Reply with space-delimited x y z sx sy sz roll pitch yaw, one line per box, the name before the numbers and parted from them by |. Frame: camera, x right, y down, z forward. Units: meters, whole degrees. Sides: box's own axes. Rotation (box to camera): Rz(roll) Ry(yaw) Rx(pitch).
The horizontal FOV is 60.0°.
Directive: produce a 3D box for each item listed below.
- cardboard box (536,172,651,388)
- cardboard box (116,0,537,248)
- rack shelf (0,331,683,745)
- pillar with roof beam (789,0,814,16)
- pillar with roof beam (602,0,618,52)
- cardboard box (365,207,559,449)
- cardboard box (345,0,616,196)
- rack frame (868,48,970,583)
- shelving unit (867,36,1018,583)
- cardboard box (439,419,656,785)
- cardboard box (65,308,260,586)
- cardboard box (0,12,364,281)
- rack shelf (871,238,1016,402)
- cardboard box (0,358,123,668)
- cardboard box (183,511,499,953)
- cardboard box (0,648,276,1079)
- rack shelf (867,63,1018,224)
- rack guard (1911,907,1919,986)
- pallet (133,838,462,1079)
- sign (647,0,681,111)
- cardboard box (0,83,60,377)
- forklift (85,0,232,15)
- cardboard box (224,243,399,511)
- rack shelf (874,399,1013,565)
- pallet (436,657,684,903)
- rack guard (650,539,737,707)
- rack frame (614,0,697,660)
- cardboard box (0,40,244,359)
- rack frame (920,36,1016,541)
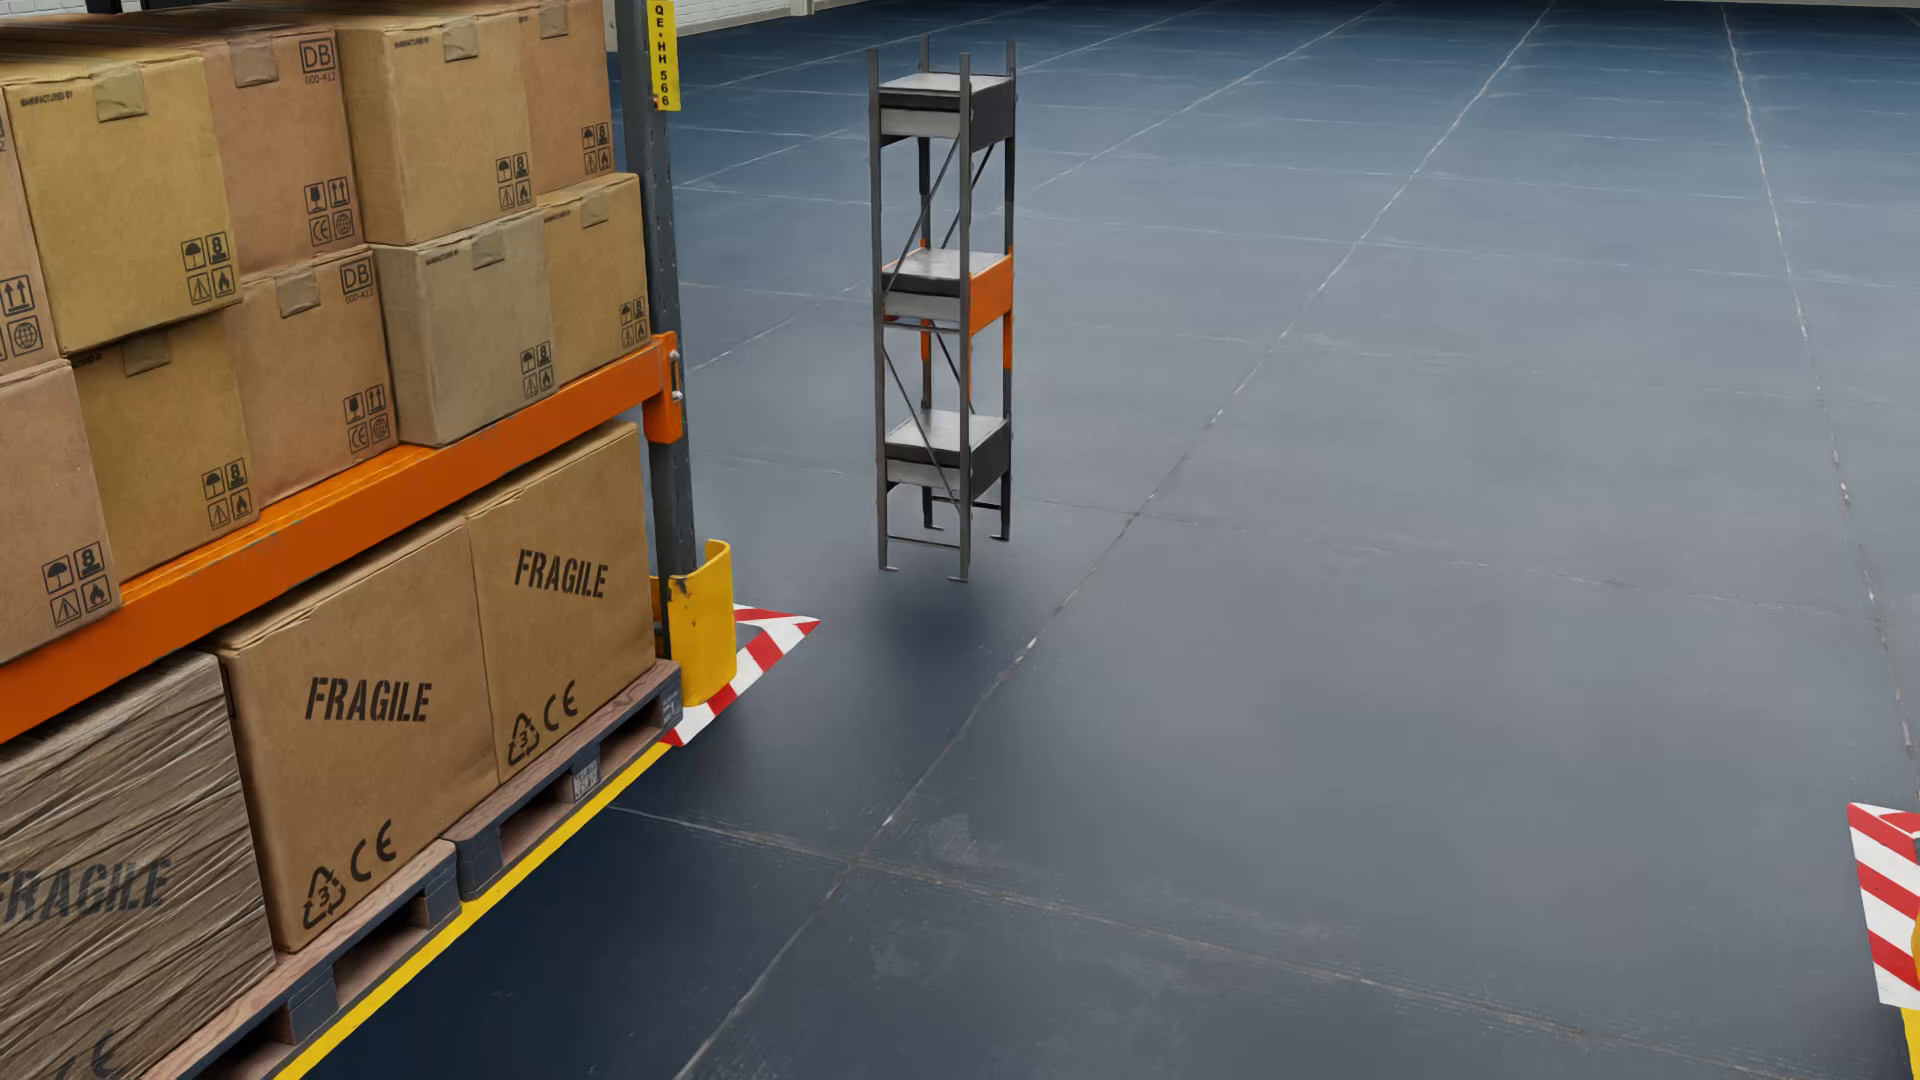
cardboard box | -1.507 -0.855 5.210 0.875 0.550 0.550 9 24 20
cardboard box | -1.703 -1.155 4.528 0.875 0.550 0.550 9 24 20
rack shelf | -2.154 0.123 3.997 1.077 0.370 4.000 9 24 20
pillar with roof beam | 1.162 -12.927 26.522 9.100 9.000 0.400 9 24 20
pillar with roof beam | -1.067 -10.780 21.382 9.100 9.000 0.400 9 24 20
cardboard box | -1.691 -0.655 4.731 0.875 0.550 0.550 9 24 20
cardboard box | -1.585 -1.365 5.030 0.875 0.550 0.550 9 24 20
rack frame | -0.152 -0.822 6.494 0.400 2.100 0.015 9 24 20
shelving unit | -0.061 -0.910 6.703 0.431 2.100 0.503 9 24 20
cardboard box | -1.601 0.114 5.297 0.875 0.875 0.875 9 24 20
cardboard box | -2.174 -0.277 3.826 0.875 0.550 0.500 9 24 20
cardboard box | -2.037 -0.974 4.094 0.875 0.550 0.550 9 24 20
rack shelf | -0.061 -0.897 6.709 0.431 0.518 0.480 9 24 20
cardboard box | -2.278 -0.073 3.338 0.875 0.550 0.550 9 24 20
cardboard box | -1.926 0.429 4.542 0.875 0.875 0.875 8 24 19
cardboard box | -2.267 0.755 3.762 0.875 0.875 0.875 9 24 20
rack shelf | -0.062 -1.543 6.439 0.431 0.518 0.480 9 24 20
rack guard | 3.129 1.002 4.202 1.175 0.500 0.348 9 24 20
pallet | -2.090 1.094 4.356 1.003 0.211 1.213 9 24 20
sign | -0.912 -1.486 5.105 0.100 0.325 0.005 9 24 20
cardboard box | -2.303 -0.575 3.139 0.875 0.550 0.550 9 24 20
forklift | -3.545 -1.654 7.407 3.031 2.935 1.130 5 23 11
cardboard box | -2.015 -0.472 4.294 0.875 0.550 0.550 9 24 20
rack shelf | -0.061 -0.251 6.979 0.431 0.518 0.480 9 24 20
pallet | -1.635 0.659 5.398 1.003 0.211 1.213 9 24 20
rack guard | -1.402 0.220 6.074 1.175 0.500 0.348 9 24 20
rack frame | -1.411 -0.925 5.572 1.000 3.000 0.127 9 24 20
cardboard box | -2.114 -0.766 3.596 0.875 0.550 0.500 9 24 20
rack frame | 0.029 -0.997 6.913 0.400 2.100 0.015 9 24 20
